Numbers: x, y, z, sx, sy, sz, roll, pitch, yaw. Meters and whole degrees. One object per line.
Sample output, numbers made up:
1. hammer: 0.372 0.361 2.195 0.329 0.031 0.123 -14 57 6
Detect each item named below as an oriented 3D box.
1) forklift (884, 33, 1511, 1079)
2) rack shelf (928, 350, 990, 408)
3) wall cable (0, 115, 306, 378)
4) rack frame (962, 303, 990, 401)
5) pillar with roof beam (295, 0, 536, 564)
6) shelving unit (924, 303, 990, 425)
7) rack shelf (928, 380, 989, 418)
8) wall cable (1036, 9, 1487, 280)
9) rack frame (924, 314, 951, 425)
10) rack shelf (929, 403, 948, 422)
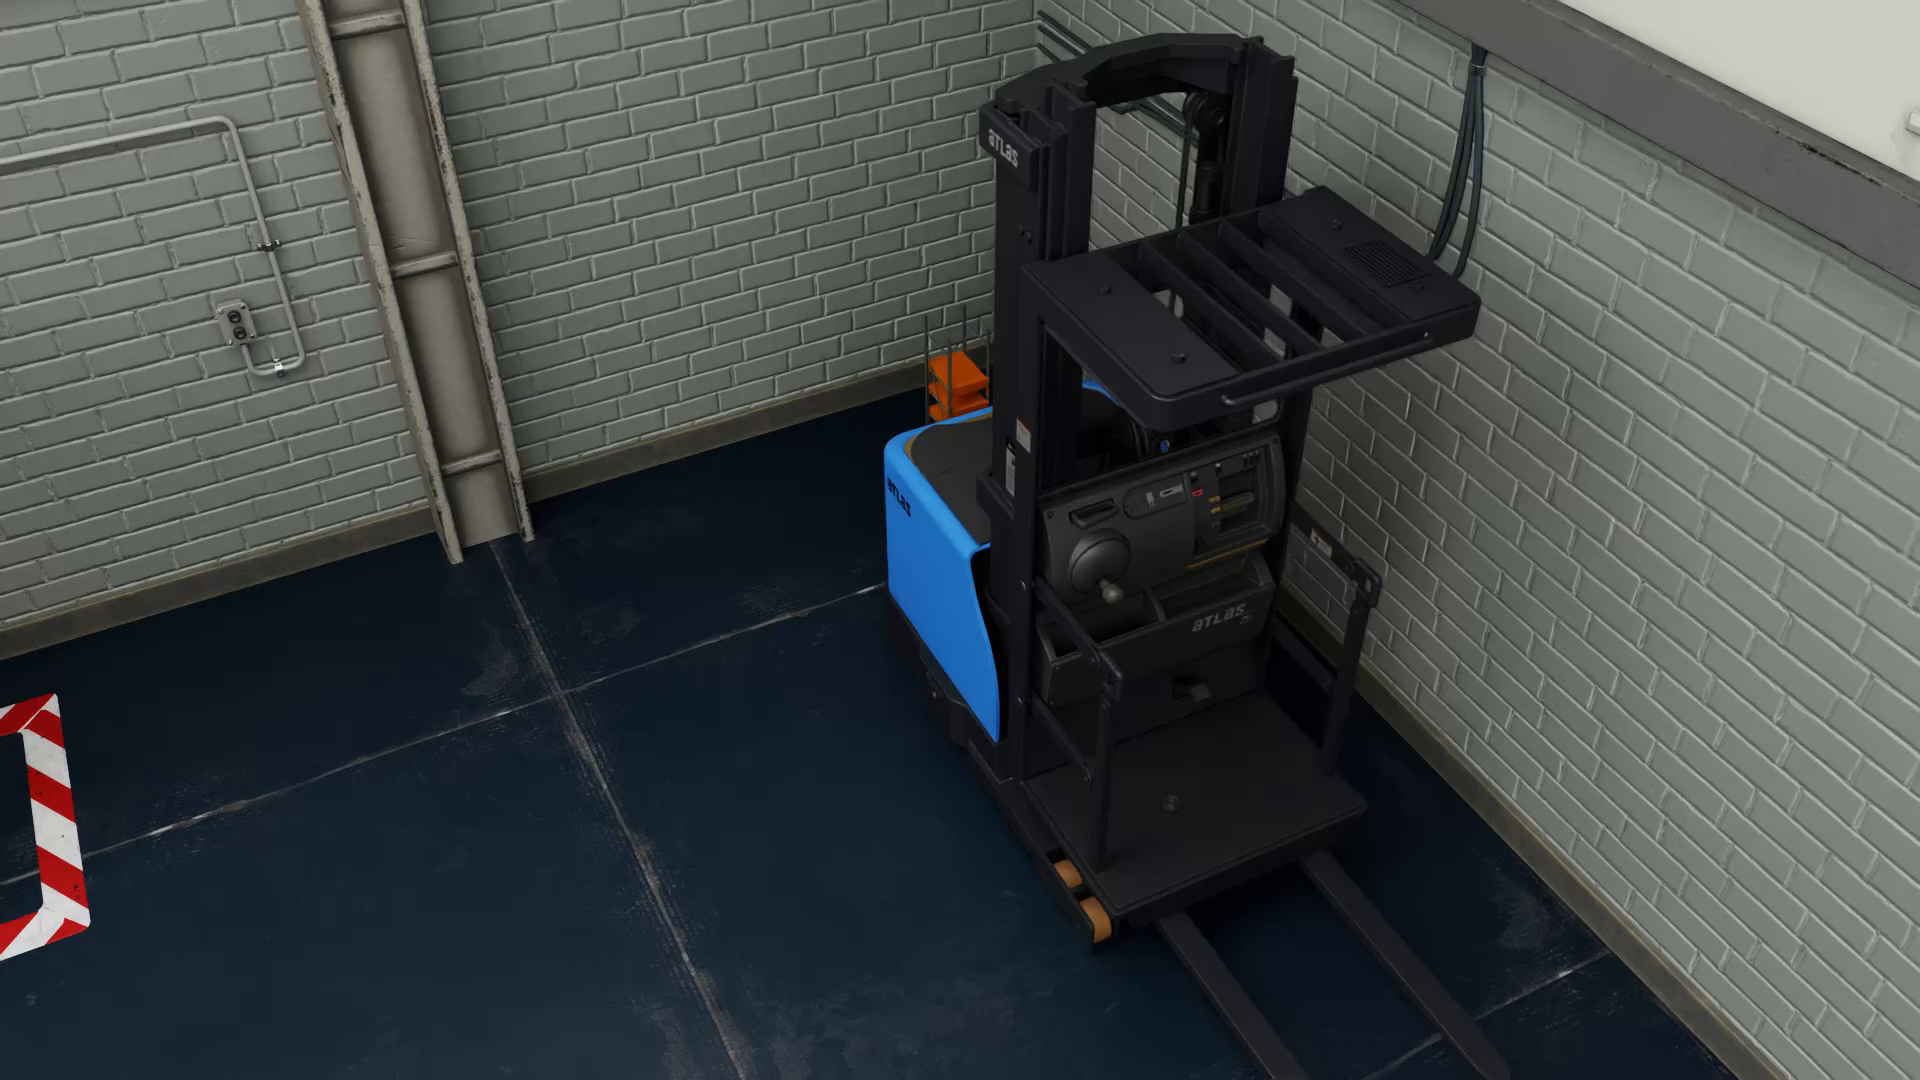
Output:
1. forklift: 0.796 0.006 5.463 1.130 2.935 3.031 -18 43 -20
2. rack shelf: -0.013 -0.694 7.142 0.180 0.103 0.258 -19 44 -21
3. wall cable: -3.517 -1.190 6.037 1.851 1.984 0.084 -19 44 -21
4. rack frame: 0.068 -0.481 7.378 0.006 1.200 0.240 -19 44 -21
5. pillar with roof beam: -0.232 -1.003 1.958 0.400 9.000 9.100 -19 44 -21
6. shelving unit: -0.013 -0.454 7.346 0.189 1.200 0.258 -19 44 -21
7. rack shelf: -0.013 -0.603 7.220 0.180 0.103 0.258 -19 44 -21
8. wall cable: 0.966 -2.466 6.090 0.112 2.526 3.097 -19 44 -21
9. rack frame: -0.094 -0.426 7.314 0.006 1.200 0.240 -19 44 -21
10. rack shelf: -0.013 -0.511 7.297 0.180 0.103 0.258 -19 44 -21
